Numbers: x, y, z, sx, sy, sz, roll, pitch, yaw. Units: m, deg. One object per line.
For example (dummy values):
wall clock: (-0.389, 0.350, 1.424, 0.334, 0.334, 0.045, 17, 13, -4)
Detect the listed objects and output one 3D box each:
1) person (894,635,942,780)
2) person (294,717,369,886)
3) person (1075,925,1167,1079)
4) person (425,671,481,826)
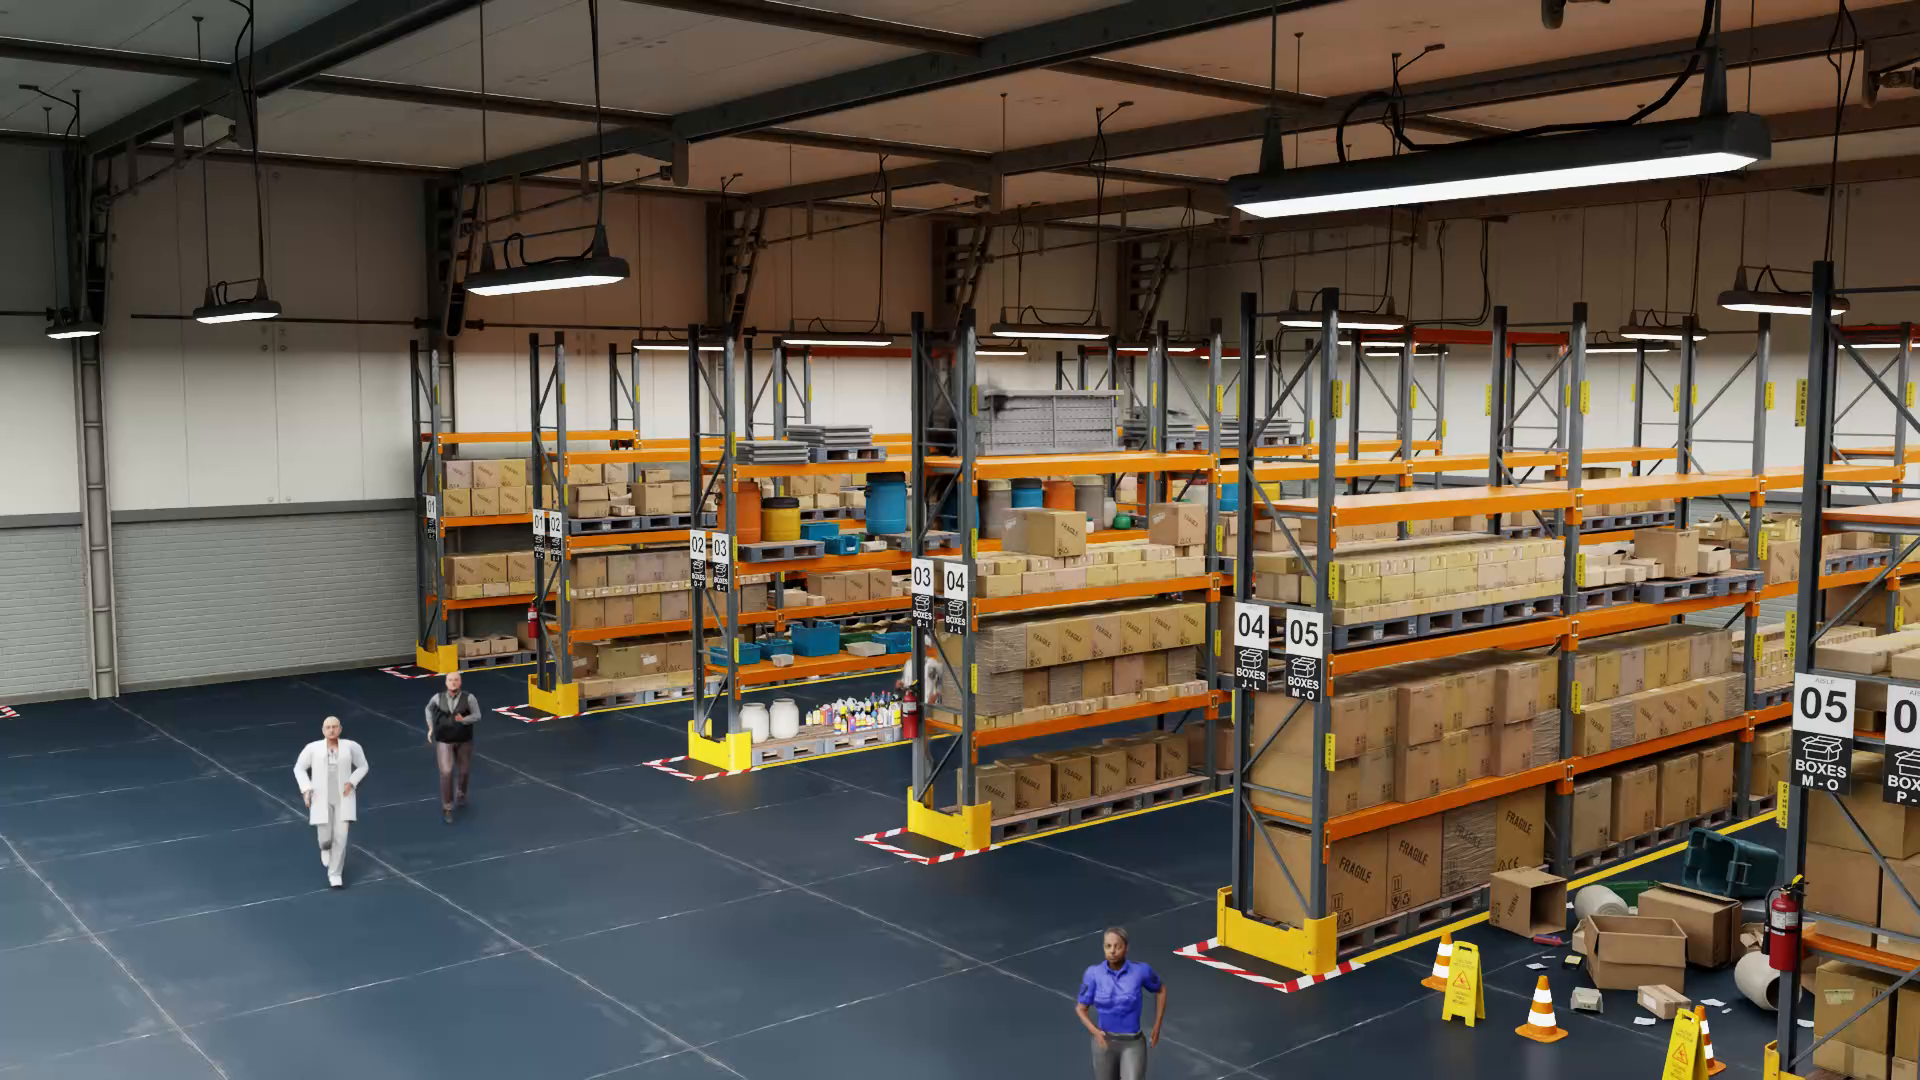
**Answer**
person: (-0.519, 2.099, 20.824, 0.642, 1.834, 0.651, 4, 7, 40)
person: (-6.537, 2.698, 17.336, 0.726, 1.734, 0.702, -2, 6, -24)
person: (1.047, 3.353, 10.901, 0.581, 1.651, 0.656, 1, 5, 11)
person: (-6.062, 2.455, 19.936, 0.634, 1.772, 0.825, -2, 6, -19)
